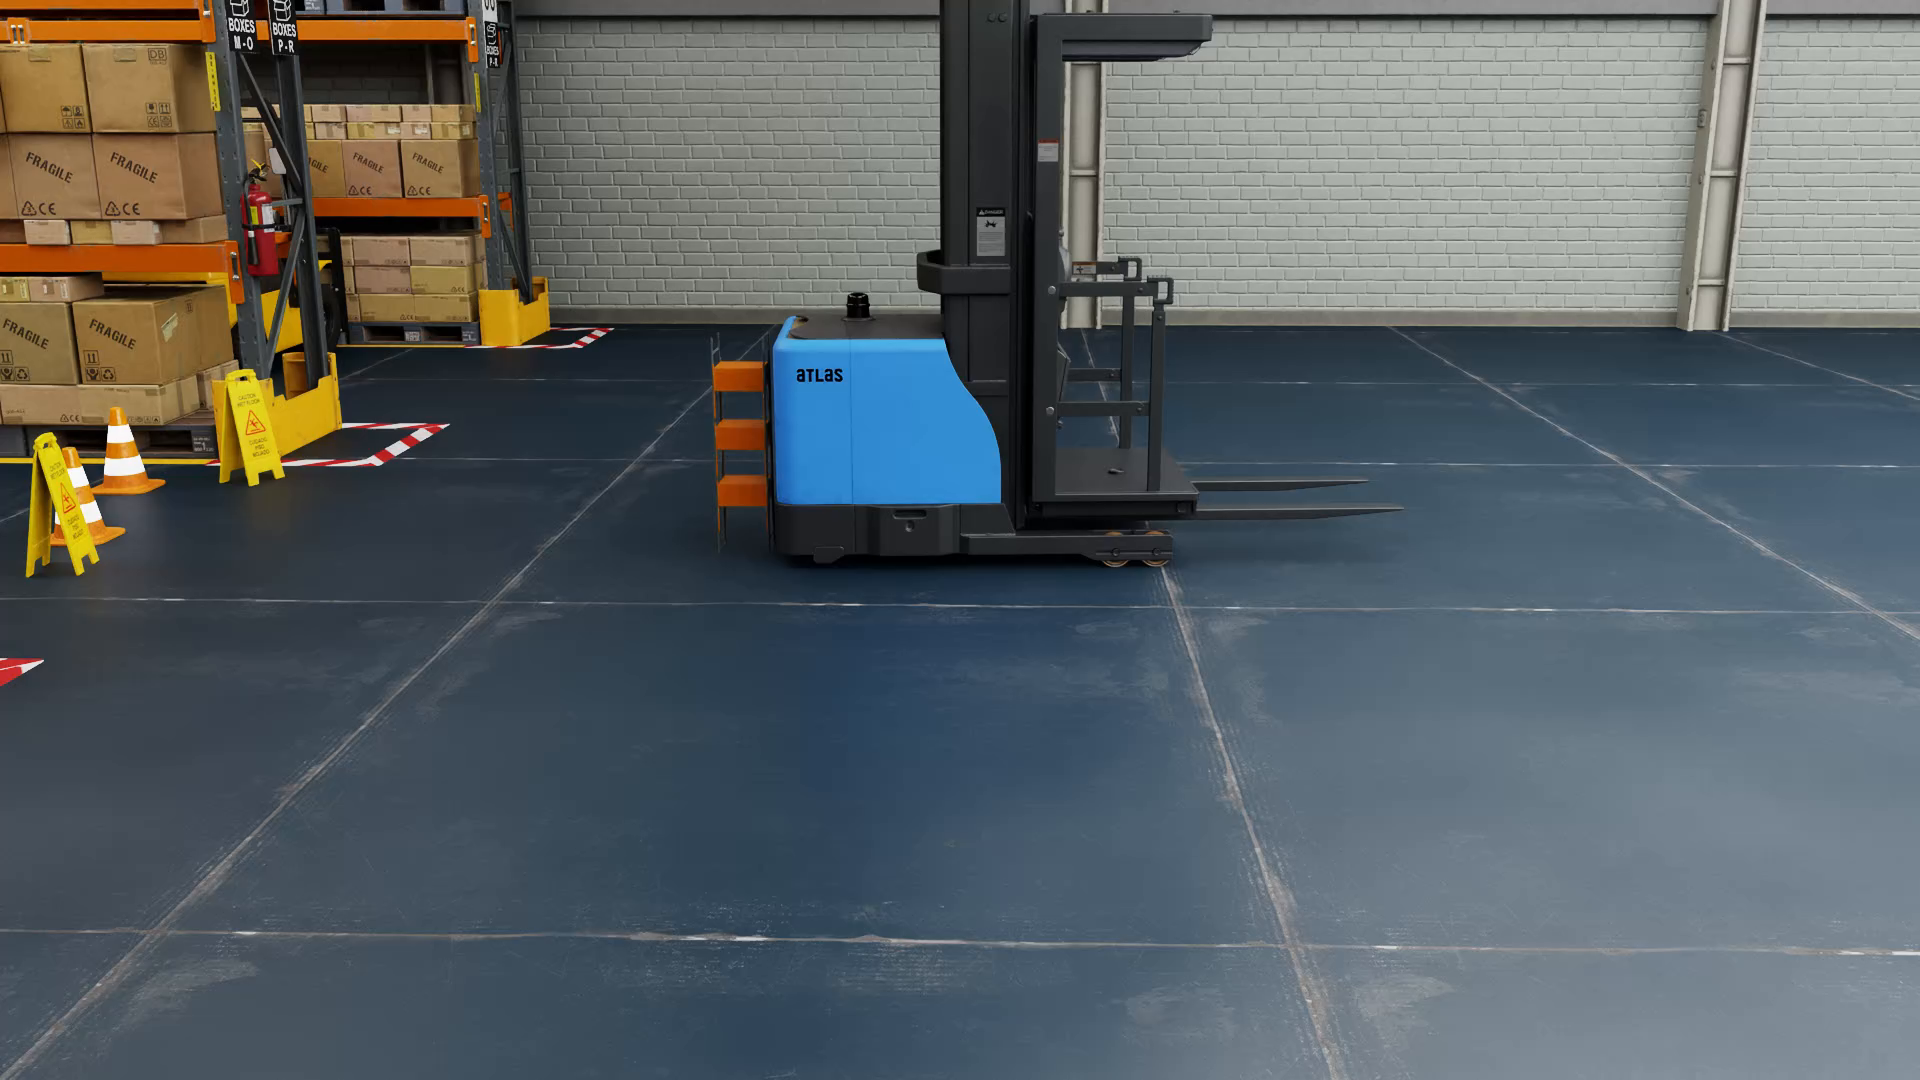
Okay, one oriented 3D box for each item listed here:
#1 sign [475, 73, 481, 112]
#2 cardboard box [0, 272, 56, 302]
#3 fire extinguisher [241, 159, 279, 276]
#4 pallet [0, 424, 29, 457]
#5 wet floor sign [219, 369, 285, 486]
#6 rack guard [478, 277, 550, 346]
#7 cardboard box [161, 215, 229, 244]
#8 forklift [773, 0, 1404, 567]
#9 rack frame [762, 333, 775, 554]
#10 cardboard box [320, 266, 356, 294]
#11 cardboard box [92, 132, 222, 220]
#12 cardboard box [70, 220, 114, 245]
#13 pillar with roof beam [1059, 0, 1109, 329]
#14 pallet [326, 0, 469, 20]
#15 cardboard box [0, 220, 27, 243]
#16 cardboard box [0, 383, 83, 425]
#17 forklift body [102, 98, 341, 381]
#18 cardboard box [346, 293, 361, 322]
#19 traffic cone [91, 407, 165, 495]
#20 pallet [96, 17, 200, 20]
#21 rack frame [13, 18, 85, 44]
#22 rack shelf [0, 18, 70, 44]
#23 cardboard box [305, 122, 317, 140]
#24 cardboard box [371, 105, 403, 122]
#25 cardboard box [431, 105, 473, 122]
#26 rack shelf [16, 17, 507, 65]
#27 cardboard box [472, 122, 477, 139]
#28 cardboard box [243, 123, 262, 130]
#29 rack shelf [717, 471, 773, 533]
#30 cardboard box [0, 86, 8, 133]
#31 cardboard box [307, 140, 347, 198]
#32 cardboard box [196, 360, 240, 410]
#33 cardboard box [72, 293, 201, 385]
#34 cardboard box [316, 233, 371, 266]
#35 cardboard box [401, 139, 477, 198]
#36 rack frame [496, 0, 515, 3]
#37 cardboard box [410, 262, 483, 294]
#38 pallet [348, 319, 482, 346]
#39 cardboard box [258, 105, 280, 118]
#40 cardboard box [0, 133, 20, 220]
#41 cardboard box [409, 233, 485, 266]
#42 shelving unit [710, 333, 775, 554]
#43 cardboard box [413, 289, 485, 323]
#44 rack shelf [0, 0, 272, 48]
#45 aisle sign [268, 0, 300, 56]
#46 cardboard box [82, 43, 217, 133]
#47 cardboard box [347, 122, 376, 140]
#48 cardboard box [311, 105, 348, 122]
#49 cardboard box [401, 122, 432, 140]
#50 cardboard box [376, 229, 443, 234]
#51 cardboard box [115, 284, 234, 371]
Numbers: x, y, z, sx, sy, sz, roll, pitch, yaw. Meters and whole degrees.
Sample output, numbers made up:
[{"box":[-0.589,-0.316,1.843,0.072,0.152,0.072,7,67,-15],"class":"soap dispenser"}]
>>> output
[{"box":[-4.178,-3.874,14.410,0.005,0.325,0.100,0,15,1],"class":"sign"},{"box":[-5.701,-1.548,10.154,0.250,0.149,0.380,1,15,2],"class":"cardboard box"},{"box":[-4.171,-1.916,9.876,0.183,0.674,0.296,0,15,1],"class":"fire extinguisher"},{"box":[-6.377,-0.747,10.759,1.213,0.211,1.003,0,15,1],"class":"pallet"},{"box":[-4.111,-0.660,9.575,0.232,0.644,0.267,6,16,21],"class":"wet floor sign"},{"box":[-4.126,-2.129,15.430,0.348,0.500,1.175,0,15,1],"class":"rack guard"},{"box":[-4.653,-1.899,10.148,0.250,0.149,0.380,1,15,3],"class":"cardboard box"},{"box":[0.624,-1.423,7.990,3.031,2.935,1.130,-1,15,-2],"class":"forklift"},{"box":[-0.924,-0.465,8.045,0.008,1.050,0.200,0,15,2],"class":"rack frame"},{"box":[-5.662,-2.381,15.070,0.500,0.250,0.500,0,15,0],"class":"cardboard box"},{"box":[-4.823,-2.198,10.010,0.500,0.500,0.500,0,15,0],"class":"cardboard box"},{"box":[-5.164,-1.879,10.074,0.250,0.149,0.380,0,15,0],"class":"cardboard box"},{"box":[1.065,-5.336,10.926,0.400,9.000,9.100,0,15,1],"class":"pillar with roof beam"},{"box":[-4.856,-4.757,14.783,1.213,0.211,1.003,0,15,1],"class":"pallet"},{"box":[-5.675,-1.911,10.194,0.250,0.149,0.380,1,15,2],"class":"cardboard box"},{"box":[-5.606,-0.888,10.391,0.500,0.250,0.500,0,15,2],"class":"cardboard box"},{"box":[-6.092,-2.475,13.504,1.214,2.155,2.313,0,15,1],"class":"forklift body"},{"box":[-5.625,-2.145,15.158,0.500,0.250,0.500,1,15,2],"class":"cardboard box"},{"box":[-4.736,-0.519,9.401,0.334,0.463,0.336,0,15,1],"class":"traffic cone"},{"box":[-7.296,-4.773,14.843,1.213,0.211,1.003,0,15,1],"class":"pallet"},{"box":[-8.149,-3.364,15.211,0.127,3.000,1.000,0,15,1],"class":"rack frame"},{"box":[-10.148,-4.480,14.969,4.000,0.370,1.077,0,15,1],"class":"rack shelf"},{"box":[-5.787,-3.633,14.762,0.250,0.149,0.380,0,15,2],"class":"cardboard box"},{"box":[-5.023,-3.781,14.740,0.250,0.149,0.380,1,15,3],"class":"cardboard box"},{"box":[-4.514,-3.792,14.784,0.250,0.149,0.380,0,15,2],"class":"cardboard box"},{"box":[-6.149,-4.454,14.870,4.000,0.370,1.077,0,15,1],"class":"rack shelf"},{"box":[-4.483,-3.768,15.276,0.250,0.149,0.380,0,15,0],"class":"cardboard box"},{"box":[-6.292,-3.642,14.796,0.250,0.149,0.380,0,15,0],"class":"cardboard box"},{"box":[-1.046,-0.187,8.121,0.240,0.259,0.215,0,15,2],"class":"rack shelf"},{"box":[-5.808,-2.678,9.870,0.500,0.500,0.700,0,15,1],"class":"cardboard box"},{"box":[-5.679,-3.332,14.892,0.500,0.500,0.500,0,15,0],"class":"cardboard box"},{"box":[-5.073,-1.021,10.898,0.500,0.250,0.500,0,15,1],"class":"cardboard box"},{"box":[-5.081,-1.247,10.283,0.500,0.500,0.500,0,15,2],"class":"cardboard box"},{"box":[-5.634,-2.621,15.001,0.500,0.250,0.500,1,15,2],"class":"cardboard box"},{"box":[-4.649,-3.323,14.857,0.500,0.500,0.500,0,15,0],"class":"cardboard box"},{"box":[-4.150,-6.239,14.347,0.127,3.000,1.000,0,15,1],"class":"rack frame"},{"box":[-4.645,-2.377,15.055,0.500,0.250,0.500,0,15,1],"class":"cardboard box"},{"box":[-4.916,-1.984,15.446,1.213,0.211,1.003,0,15,1],"class":"pallet"},{"box":[-6.047,-3.801,14.816,0.250,0.149,0.380,1,15,2],"class":"cardboard box"},{"box":[-5.823,-2.206,10.043,0.500,0.500,0.500,0,15,1],"class":"cardboard box"},{"box":[-4.618,-2.618,14.991,0.500,0.250,0.500,1,15,3],"class":"cardboard box"},{"box":[-1.046,-0.466,8.048,0.252,1.050,0.215,0,15,2],"class":"shelving unit"},{"box":[-4.628,-2.134,15.115,0.500,0.250,0.500,0,15,2],"class":"cardboard box"},{"box":[-6.273,-3.188,10.072,4.000,0.370,1.077,0,15,1],"class":"rack shelf"},{"box":[-4.203,-3.408,10.280,0.004,0.787,0.394,0,15,1],"class":"aisle sign"},{"box":[-4.789,-2.695,9.937,0.500,0.500,0.700,0,15,0],"class":"cardboard box"},{"box":[-5.265,-3.647,14.814,0.250,0.149,0.380,0,15,1],"class":"cardboard box"},{"box":[-5.533,-3.775,14.717,0.250,0.149,0.380,1,15,3],"class":"cardboard box"},{"box":[-4.760,-3.625,14.732,0.250,0.149,0.380,1,15,2],"class":"cardboard box"},{"box":[-5.125,-2.749,15.485,0.500,0.250,0.500,0,15,2],"class":"cardboard box"},{"box":[-5.096,-1.384,10.803,0.500,0.500,0.500,0,15,0],"class":"cardboard box"}]
